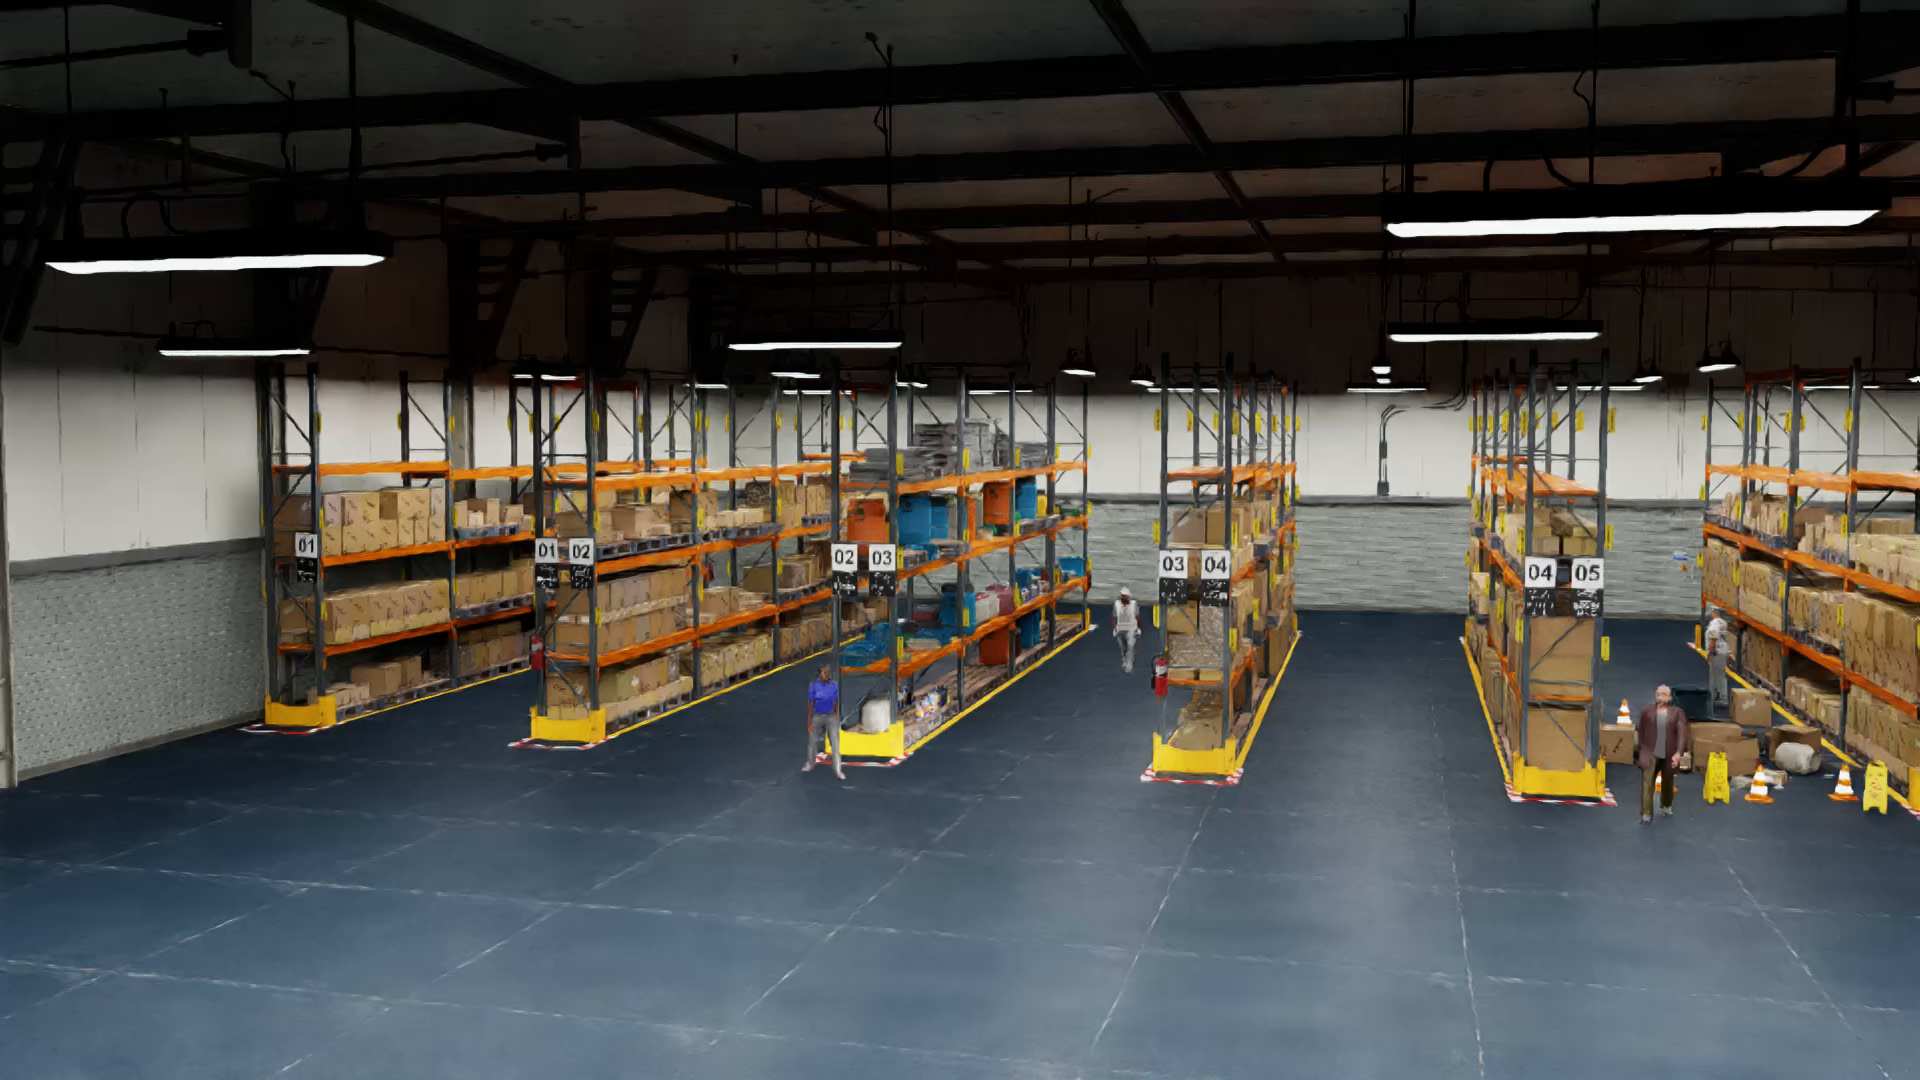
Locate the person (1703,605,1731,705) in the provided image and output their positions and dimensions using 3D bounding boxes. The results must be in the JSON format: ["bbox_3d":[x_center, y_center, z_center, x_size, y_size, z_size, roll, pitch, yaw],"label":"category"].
[{"bbox_3d":[13.441,2.031,29.629,0.597,1.744,0.668,3,5,37],"label":"person"}]

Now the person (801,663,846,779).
[{"bbox_3d":[-1.946,2.534,23.497,0.553,1.619,0.915,-1,4,-12],"label":"person"}]

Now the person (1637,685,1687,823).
[{"bbox_3d":[8.786,2.664,20.818,0.571,1.716,1.104,2,4,23],"label":"person"}]

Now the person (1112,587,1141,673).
[{"bbox_3d":[3.323,1.786,33.427,0.566,1.706,1.120,1,4,17],"label":"person"}]
